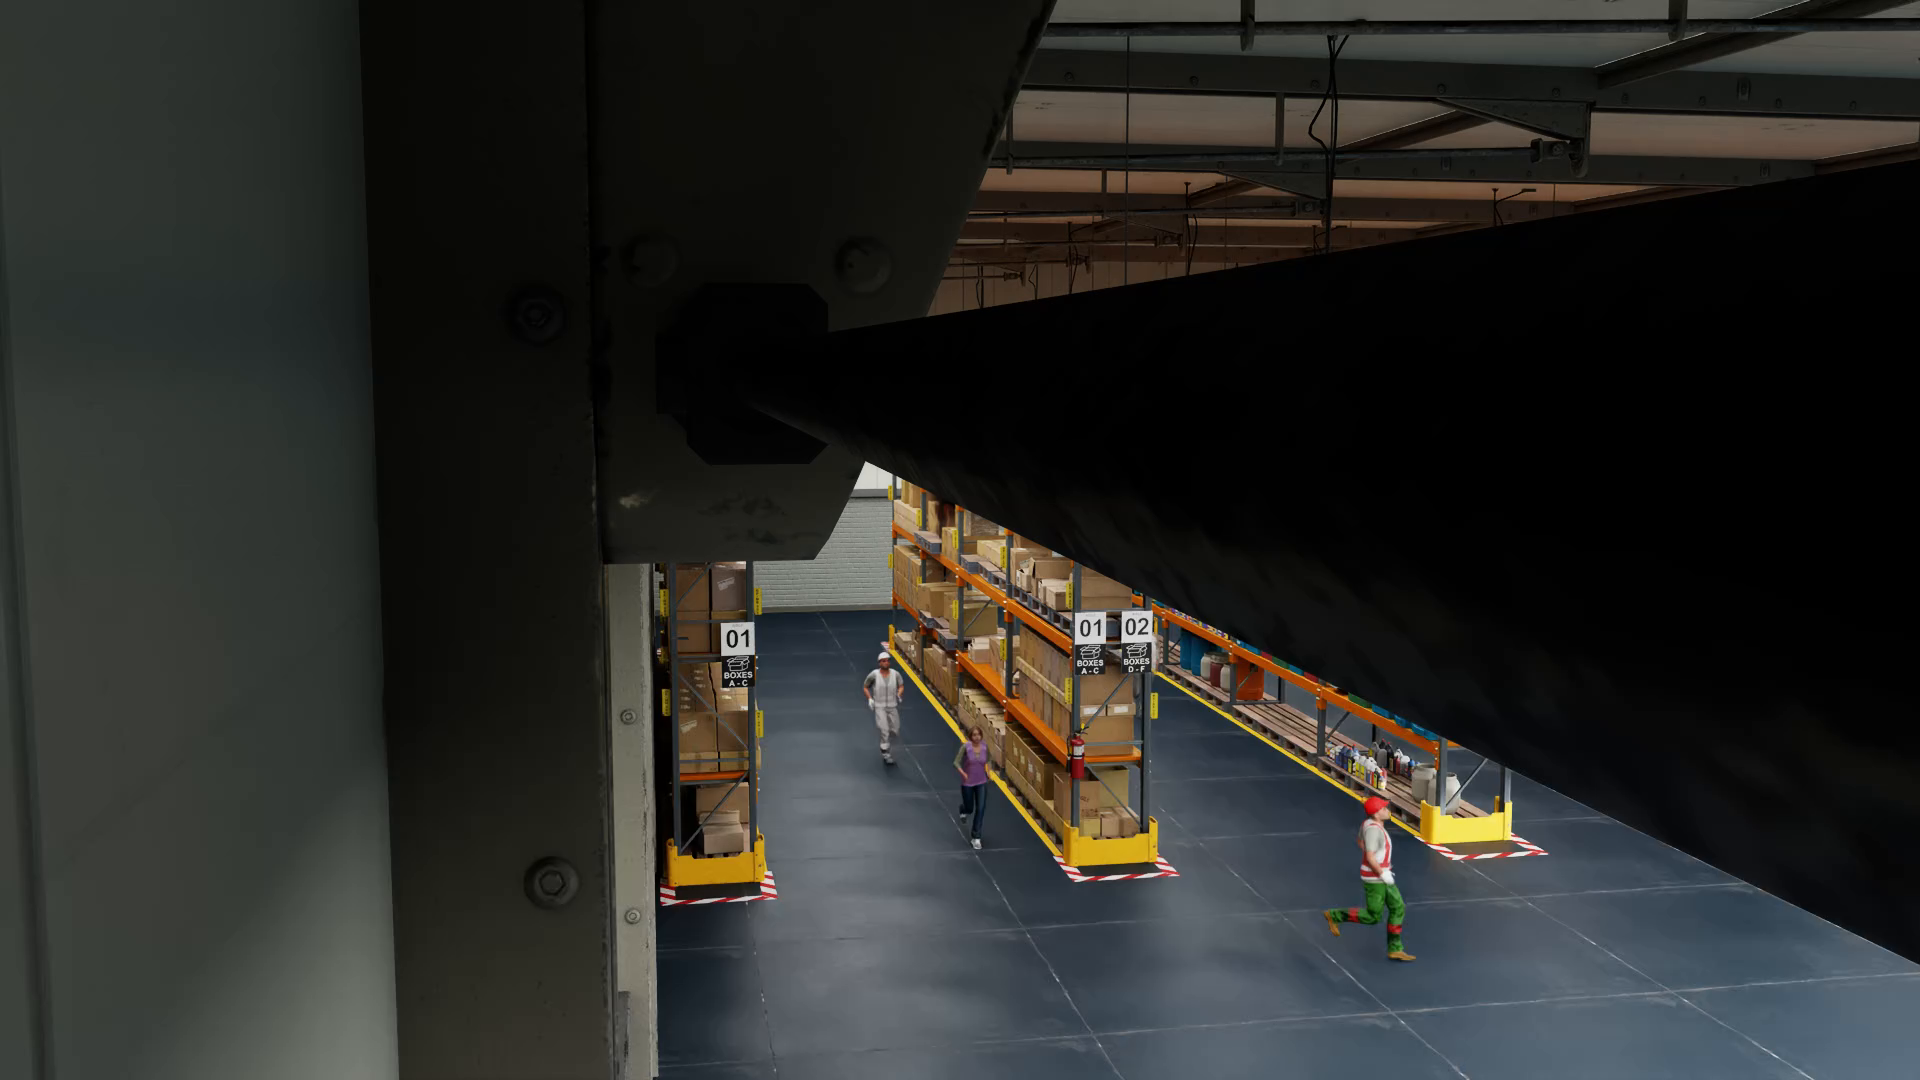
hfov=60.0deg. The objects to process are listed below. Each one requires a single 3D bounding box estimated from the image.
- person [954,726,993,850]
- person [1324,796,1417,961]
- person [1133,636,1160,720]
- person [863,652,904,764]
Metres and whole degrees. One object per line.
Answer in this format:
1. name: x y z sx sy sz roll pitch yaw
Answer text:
1. person: 0.180 3.204 21.875 0.545 1.576 0.842 -1 6 -13
2. person: 4.366 3.578 17.628 0.962 1.752 0.645 2 7 19
3. person: 3.234 2.283 29.434 0.683 1.743 0.891 -1 6 -13
4. person: -1.195 2.629 26.231 0.651 1.747 0.692 -2 6 -17
